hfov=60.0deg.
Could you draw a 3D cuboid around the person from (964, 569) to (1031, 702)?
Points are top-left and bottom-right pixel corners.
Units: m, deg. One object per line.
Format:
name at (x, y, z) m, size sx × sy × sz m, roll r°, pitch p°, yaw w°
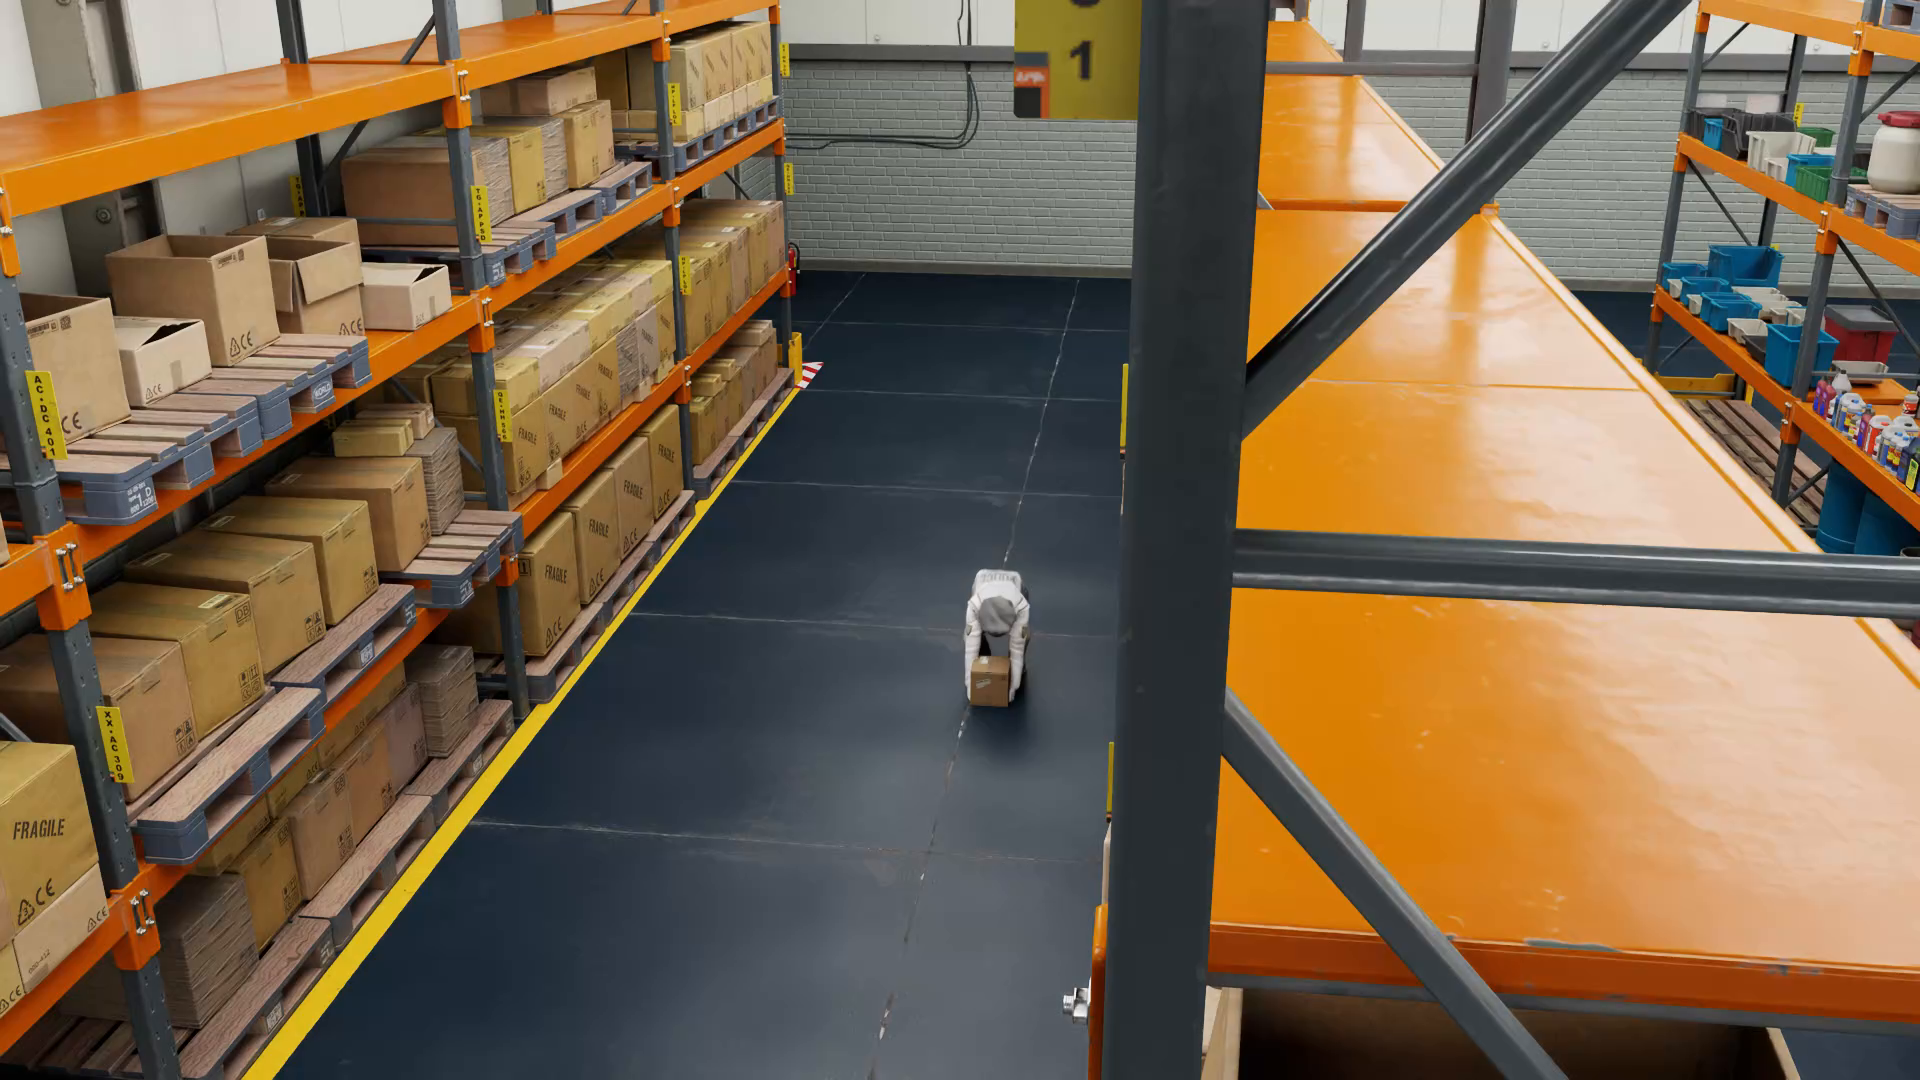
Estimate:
person at (0.255, 0.604, 11.213) m, size 0.455 × 0.764 × 0.915 m, roll 2°, pitch 21°, yaw 5°
